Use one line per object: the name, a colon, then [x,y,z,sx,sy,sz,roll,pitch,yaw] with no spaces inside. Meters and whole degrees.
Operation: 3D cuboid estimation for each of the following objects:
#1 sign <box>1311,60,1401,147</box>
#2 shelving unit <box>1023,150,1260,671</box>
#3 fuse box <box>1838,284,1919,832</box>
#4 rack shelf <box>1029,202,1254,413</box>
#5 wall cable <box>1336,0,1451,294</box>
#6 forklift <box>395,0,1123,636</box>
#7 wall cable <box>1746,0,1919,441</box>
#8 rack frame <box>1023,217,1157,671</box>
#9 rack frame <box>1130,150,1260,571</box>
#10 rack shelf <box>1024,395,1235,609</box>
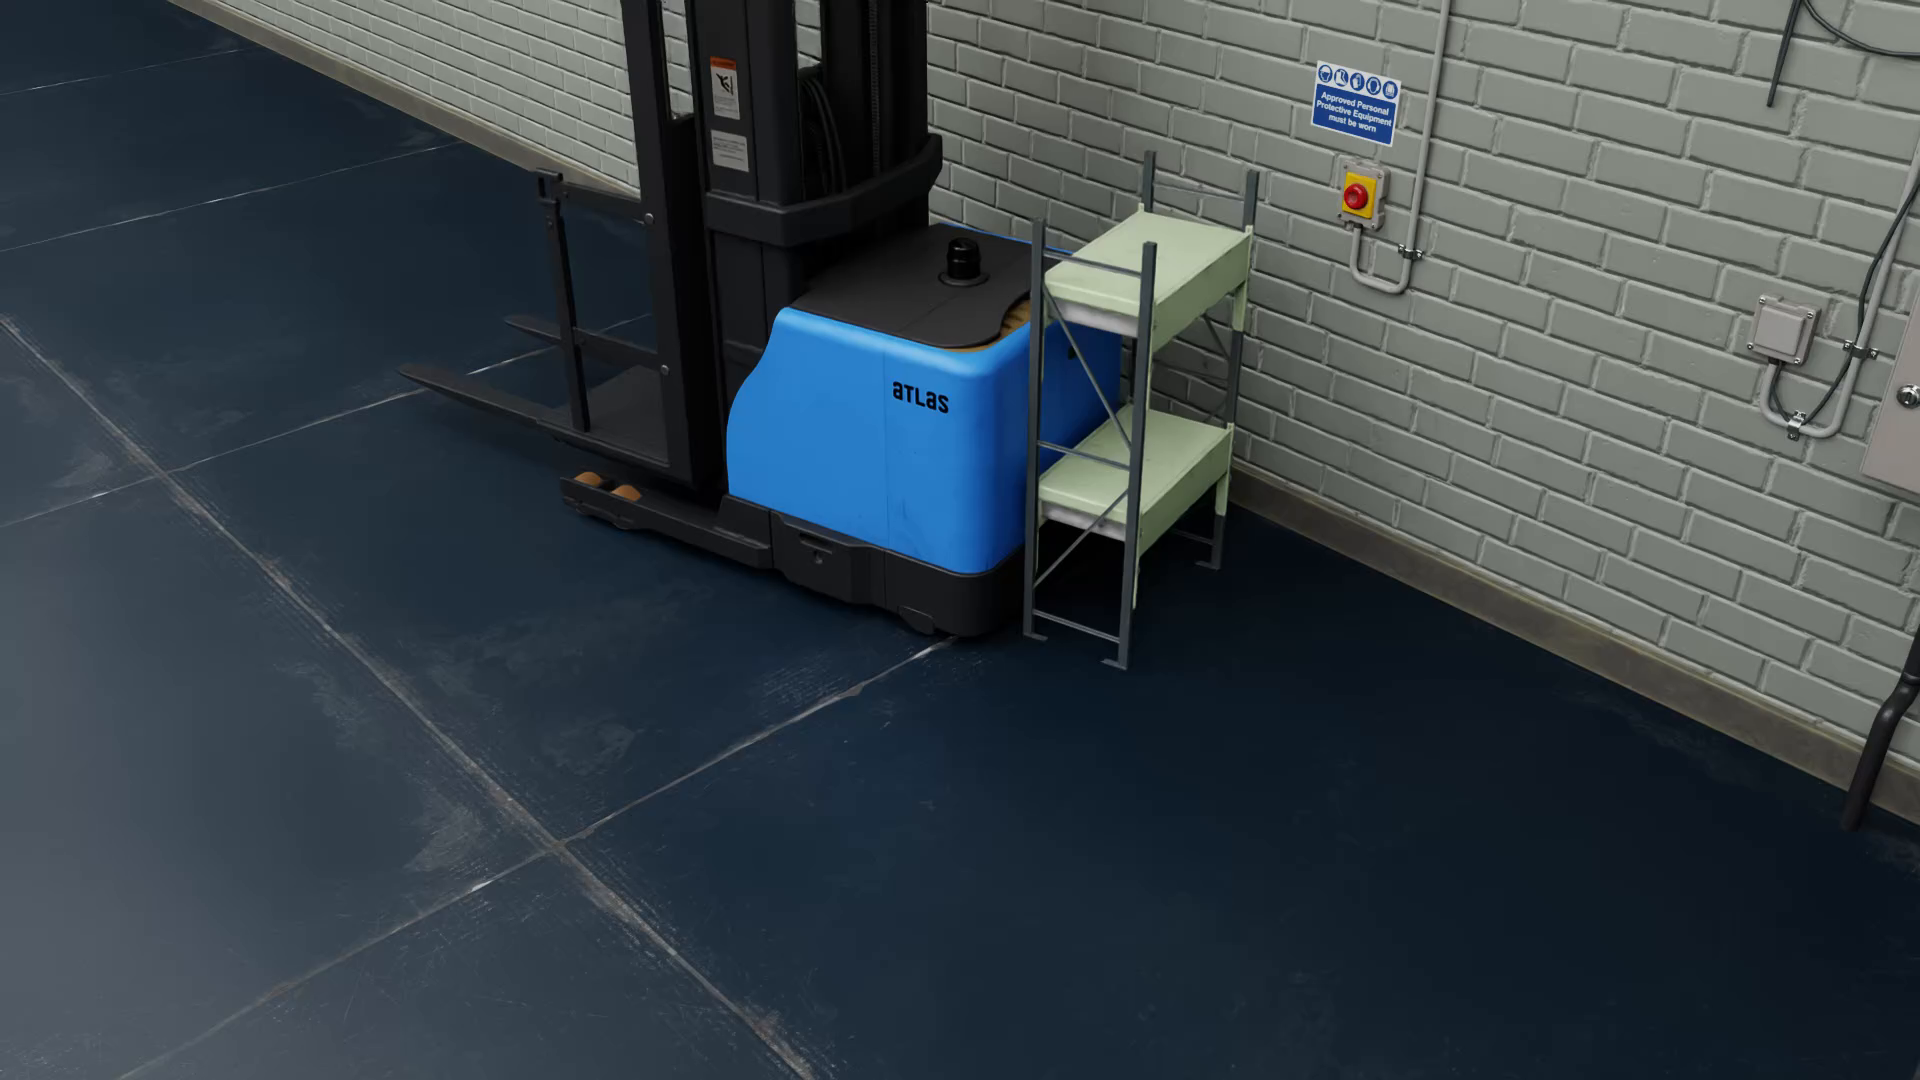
sign: [1.296,-1.433,5.460,0.001,0.218,0.327,-26,40,-35]
shelving unit: [0.585,-0.425,5.507,0.431,1.500,0.755,18,36,27]
fuse box: [2.605,0.127,4.402,0.414,1.711,0.539,-26,40,-35]
rack shelf: [0.585,-0.758,5.303,0.431,0.370,0.720,18,36,27]
wall cable: [1.284,-1.725,5.191,0.123,1.953,0.585,-26,40,-35]
forklift: [-0.926,-1.501,5.895,3.031,2.935,1.130,19,36,27]
wall cable: [2.256,-1.173,4.319,0.122,1.984,0.588,-26,40,-35]
rack frame: [0.391,-0.263,5.242,0.400,1.500,0.023,18,36,27]
rack frame: [0.780,-0.586,5.771,0.400,1.500,0.023,18,36,27]
rack shelf: [0.585,-0.146,5.677,0.431,0.370,0.720,18,36,27]
